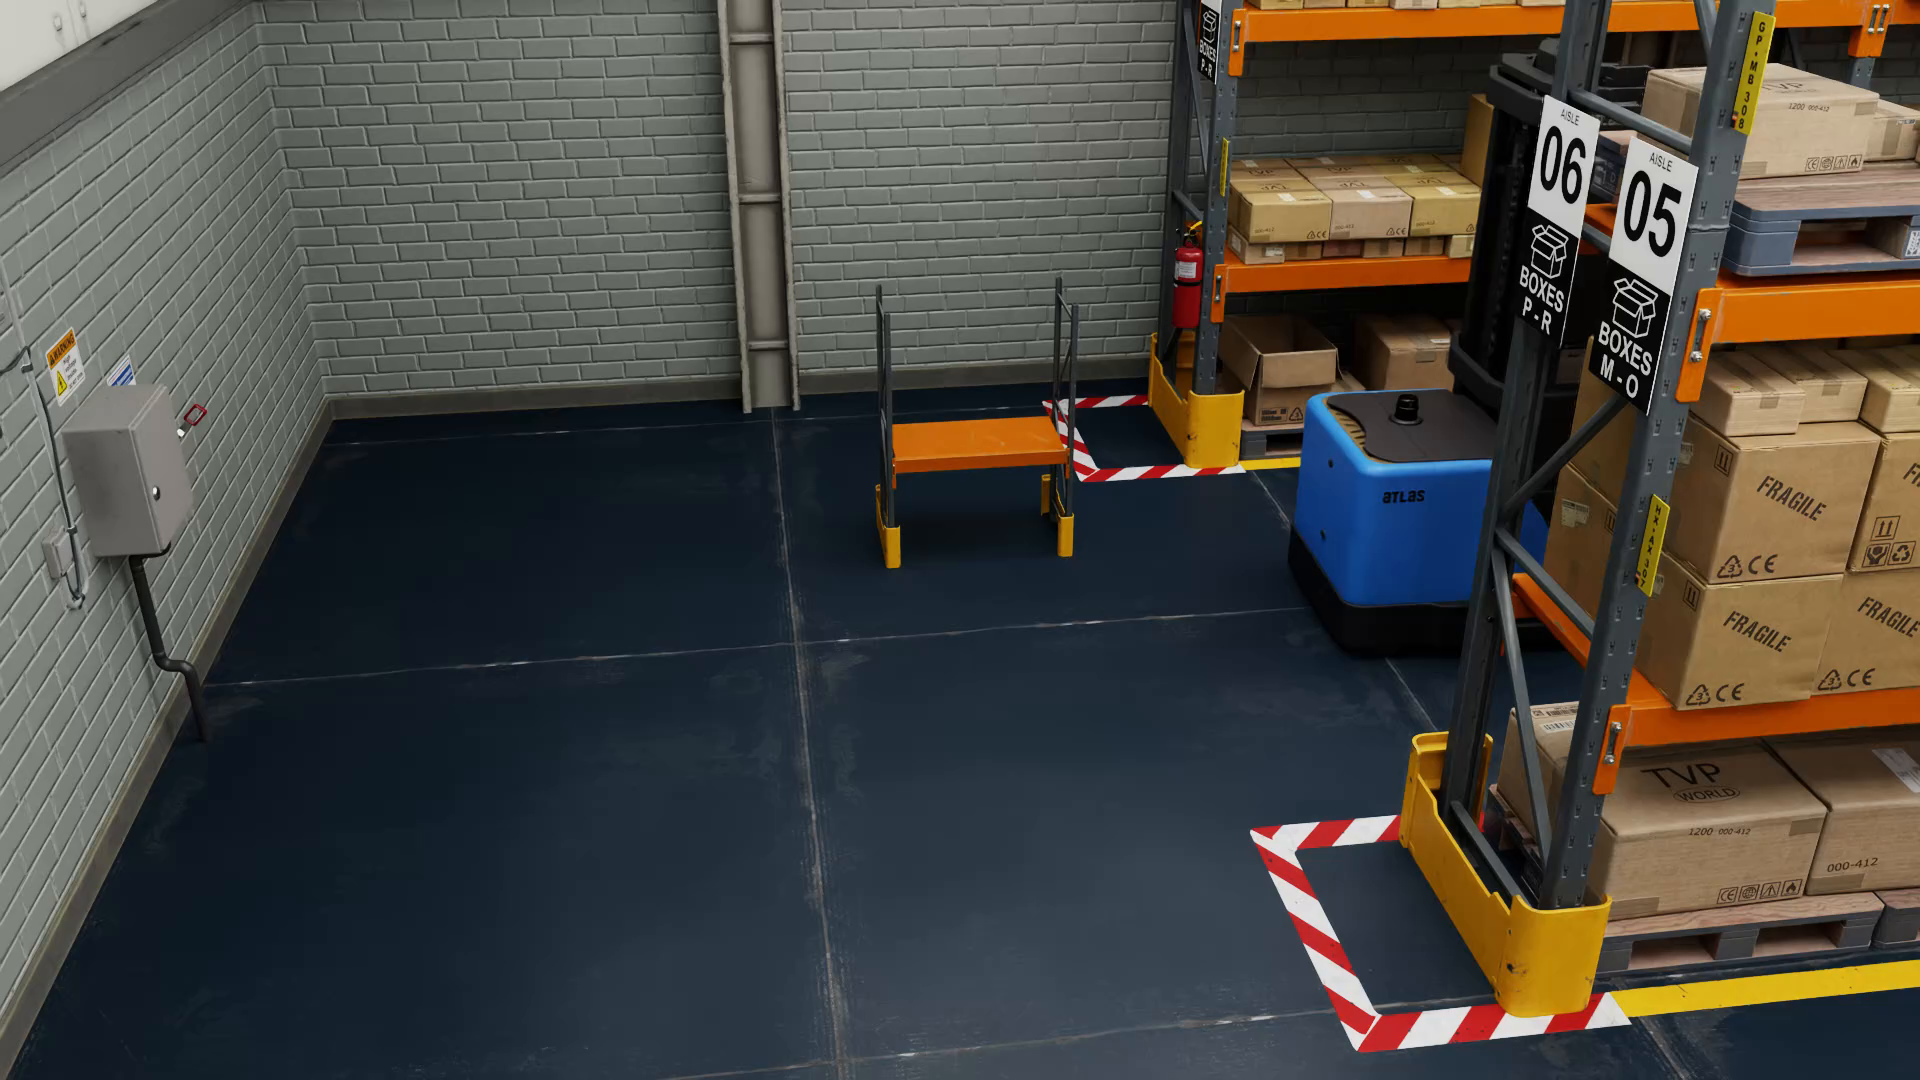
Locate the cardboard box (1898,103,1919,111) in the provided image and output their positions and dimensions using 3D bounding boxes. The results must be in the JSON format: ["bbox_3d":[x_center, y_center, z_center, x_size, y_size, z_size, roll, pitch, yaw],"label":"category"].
[{"bbox_3d":[6.460,-2.503,10.774,0.500,0.500,0.700,-3,27,-7],"label":"cardboard box"}]

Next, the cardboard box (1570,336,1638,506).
[{"bbox_3d":[2.615,-0.439,6.115,0.500,0.500,0.500,-3,27,-5],"label":"cardboard box"}]

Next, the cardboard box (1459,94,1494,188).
[{"bbox_3d":[3.448,-2.457,10.270,0.500,0.500,0.500,-3,27,-6],"label":"cardboard box"}]

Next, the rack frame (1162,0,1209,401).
[{"bbox_3d":[1.476,-2.054,10.466,0.053,2.616,0.949,-4,27,-7],"label":"rack frame"}]

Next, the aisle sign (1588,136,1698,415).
[{"bbox_3d":[2.140,-0.832,5.239,0.004,0.787,0.394,-4,27,-7],"label":"aisle sign"}]

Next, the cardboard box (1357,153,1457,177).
[{"bbox_3d":[2.896,-2.332,10.847,0.500,0.250,0.500,-3,27,-5],"label":"cardboard box"}]

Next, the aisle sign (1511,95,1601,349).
[{"bbox_3d":[2.057,-1.104,5.767,0.004,0.787,0.394,-4,27,-7],"label":"aisle sign"}]

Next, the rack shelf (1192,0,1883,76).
[{"bbox_3d":[3.457,-3.197,10.197,4.000,0.370,1.077,-4,27,-7],"label":"rack shelf"}]

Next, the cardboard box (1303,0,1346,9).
[{"bbox_3d":[2.080,-3.222,9.732,0.250,0.149,0.380,-3,27,-6],"label":"cardboard box"}]

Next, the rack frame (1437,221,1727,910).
[{"bbox_3d":[2.171,0.189,6.097,0.127,3.000,1.000,-4,27,-7],"label":"rack frame"}]

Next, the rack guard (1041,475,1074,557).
[{"bbox_3d":[0.569,-0.148,9.764,0.087,0.250,0.587,-4,27,-7],"label":"rack guard"}]

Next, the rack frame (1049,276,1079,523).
[{"bbox_3d":[0.588,-0.705,9.481,0.032,1.500,0.500,-4,27,-7],"label":"rack frame"}]

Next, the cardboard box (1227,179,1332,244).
[{"bbox_3d":[1.963,-2.028,10.255,0.500,0.250,0.500,-4,27,-7],"label":"cardboard box"}]

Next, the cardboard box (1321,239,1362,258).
[{"bbox_3d":[2.341,-1.910,10.461,0.250,0.149,0.380,-4,27,-8],"label":"cardboard box"}]

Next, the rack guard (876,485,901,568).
[{"bbox_3d":[-0.418,-0.084,9.641,0.087,0.250,0.587,-4,27,-7],"label":"rack guard"}]

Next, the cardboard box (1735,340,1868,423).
[{"bbox_3d":[2.811,-0.536,5.593,0.250,0.149,0.380,-3,27,-6],"label":"cardboard box"}]

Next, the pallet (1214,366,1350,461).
[{"bbox_3d":[2.341,-0.870,11.215,1.213,0.211,1.003,-4,27,-7],"label":"pallet"}]

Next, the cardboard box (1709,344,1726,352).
[{"bbox_3d":[2.499,-0.703,5.918,0.250,0.149,0.380,-3,27,-6],"label":"cardboard box"}]

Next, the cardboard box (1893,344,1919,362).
[{"bbox_3d":[3.342,-0.525,5.573,0.250,0.149,0.380,-5,28,-9],"label":"cardboard box"}]

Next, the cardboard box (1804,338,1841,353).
[{"bbox_3d":[2.991,-0.784,6.077,0.250,0.149,0.380,-4,27,-8],"label":"cardboard box"}]

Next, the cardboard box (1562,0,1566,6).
[{"bbox_3d":[3.602,-3.265,9.816,0.250,0.149,0.380,-3,27,-6],"label":"cardboard box"}]

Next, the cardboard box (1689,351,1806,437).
[{"bbox_3d":[2.561,-0.487,5.498,0.250,0.149,0.380,-3,27,-6],"label":"cardboard box"}]

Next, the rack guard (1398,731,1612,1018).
[{"bbox_3d":[2.147,1.302,6.664,0.348,0.500,1.175,-4,27,-7],"label":"rack guard"}]

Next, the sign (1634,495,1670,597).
[{"bbox_3d":[2.243,0.019,5.391,0.005,0.325,0.100,-4,27,-7],"label":"sign"}]

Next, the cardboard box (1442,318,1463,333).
[{"bbox_3d":[3.484,-1.151,10.986,0.500,0.500,0.500,-3,27,-6],"label":"cardboard box"}]

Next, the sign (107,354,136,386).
[{"bbox_3d":[-3.831,-0.569,7.677,0.001,0.494,0.329,-4,27,-7],"label":"sign"}]

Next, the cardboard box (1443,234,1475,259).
[{"bbox_3d":[3.122,-1.900,10.442,0.250,0.149,0.380,-4,27,-9],"label":"cardboard box"}]

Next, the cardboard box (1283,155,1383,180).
[{"bbox_3d":[2.405,-2.302,10.789,0.500,0.250,0.500,-4,27,-7],"label":"cardboard box"}]

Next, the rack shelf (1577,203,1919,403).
[{"bbox_3d":[4.152,-0.953,5.824,4.000,0.370,1.077,-4,27,-7],"label":"rack shelf"}]

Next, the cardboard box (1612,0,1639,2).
[{"bbox_3d":[3.851,-3.312,9.909,0.250,0.149,0.380,-3,27,-7],"label":"cardboard box"}]

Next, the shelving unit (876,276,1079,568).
[{"bbox_3d":[0.075,-0.672,9.417,1.083,1.500,0.587,-4,27,-7],"label":"shelving unit"}]

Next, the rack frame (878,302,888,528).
[{"bbox_3d":[-0.419,-0.641,9.357,0.013,1.308,0.475,-4,27,-7],"label":"rack frame"}]

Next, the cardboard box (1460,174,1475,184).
[{"bbox_3d":[3.467,-2.136,10.465,0.500,0.250,0.500,-4,27,-8],"label":"cardboard box"}]

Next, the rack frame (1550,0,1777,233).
[{"bbox_3d":[2.171,-2.481,4.727,0.127,3.000,1.000,-4,27,-7],"label":"rack frame"}]

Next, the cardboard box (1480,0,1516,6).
[{"bbox_3d":[3.092,-3.263,9.813,0.250,0.149,0.380,-4,27,-8],"label":"cardboard box"}]

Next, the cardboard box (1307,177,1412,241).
[{"bbox_3d":[2.462,-2.060,10.317,0.500,0.250,0.500,-3,27,-7],"label":"cardboard box"}]

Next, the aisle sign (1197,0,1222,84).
[{"bbox_3d":[1.449,-3.075,9.609,0.004,0.787,0.394,-4,27,-7],"label":"aisle sign"}]

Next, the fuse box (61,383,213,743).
[{"bbox_3d":[-3.557,0.172,7.540,0.414,1.711,0.539,-4,27,-7],"label":"fuse box"}]

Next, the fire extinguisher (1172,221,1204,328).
[{"bbox_3d":[1.395,-1.636,10.147,0.183,0.674,0.296,-4,27,-7],"label":"fire extinguisher"}]

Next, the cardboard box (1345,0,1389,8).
[{"bbox_3d":[2.336,-3.230,9.749,0.250,0.149,0.380,-4,27,-7],"label":"cardboard box"}]

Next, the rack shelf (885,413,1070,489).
[{"bbox_3d":[0.084,-0.513,9.500,1.000,0.185,0.538,-4,27,-7],"label":"rack shelf"}]

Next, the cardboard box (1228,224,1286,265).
[{"bbox_3d":[1.840,-1.840,10.326,0.250,0.149,0.380,-4,27,-8],"label":"cardboard box"}]

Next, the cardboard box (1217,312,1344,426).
[{"bbox_3d":[2.095,-1.127,10.936,0.637,0.503,0.797,-5,28,-9],"label":"cardboard box"}]

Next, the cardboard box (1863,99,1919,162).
[{"bbox_3d":[3.008,-1.398,5.608,0.250,0.149,0.380,-6,28,-11],"label":"cardboard box"}]

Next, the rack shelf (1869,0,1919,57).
[{"bbox_3d":[7.418,-3.451,10.693,4.000,0.370,1.077,-4,27,-7],"label":"rack shelf"}]

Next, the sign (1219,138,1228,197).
[{"bbox_3d":[1.552,-2.195,9.794,0.005,0.325,0.100,-4,27,-7],"label":"sign"}]

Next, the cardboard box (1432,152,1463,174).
[{"bbox_3d":[3.414,-2.365,10.911,0.500,0.250,0.500,-4,27,-7],"label":"cardboard box"}]

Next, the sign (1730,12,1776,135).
[{"bbox_3d":[2.243,-1.319,4.705,0.005,0.325,0.100,-4,27,-7],"label":"sign"}]

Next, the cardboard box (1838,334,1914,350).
[{"bbox_3d":[3.246,-0.782,6.072,0.250,0.149,0.380,-3,27,-6],"label":"cardboard box"}]

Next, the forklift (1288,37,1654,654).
[{"bbox_3d":[3.396,-0.996,8.480,3.031,2.935,1.130,-3,27,-6],"label":"forklift"}]

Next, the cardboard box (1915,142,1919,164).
[{"bbox_3d":[3.281,-1.231,5.283,0.250,0.149,0.380,-3,27,-5],"label":"cardboard box"}]

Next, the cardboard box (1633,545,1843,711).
[{"bbox_3d":[2.687,0.243,5.880,0.500,0.500,0.500,-4,27,-8],"label":"cardboard box"}]

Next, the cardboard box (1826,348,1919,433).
[{"bbox_3d":[3.084,-0.500,5.524,0.250,0.149,0.380,-3,27,-6],"label":"cardboard box"}]

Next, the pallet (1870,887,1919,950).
[{"bbox_3d":[4.158,1.267,7.050,1.213,0.211,1.003,-4,27,-7],"label":"pallet"}]
